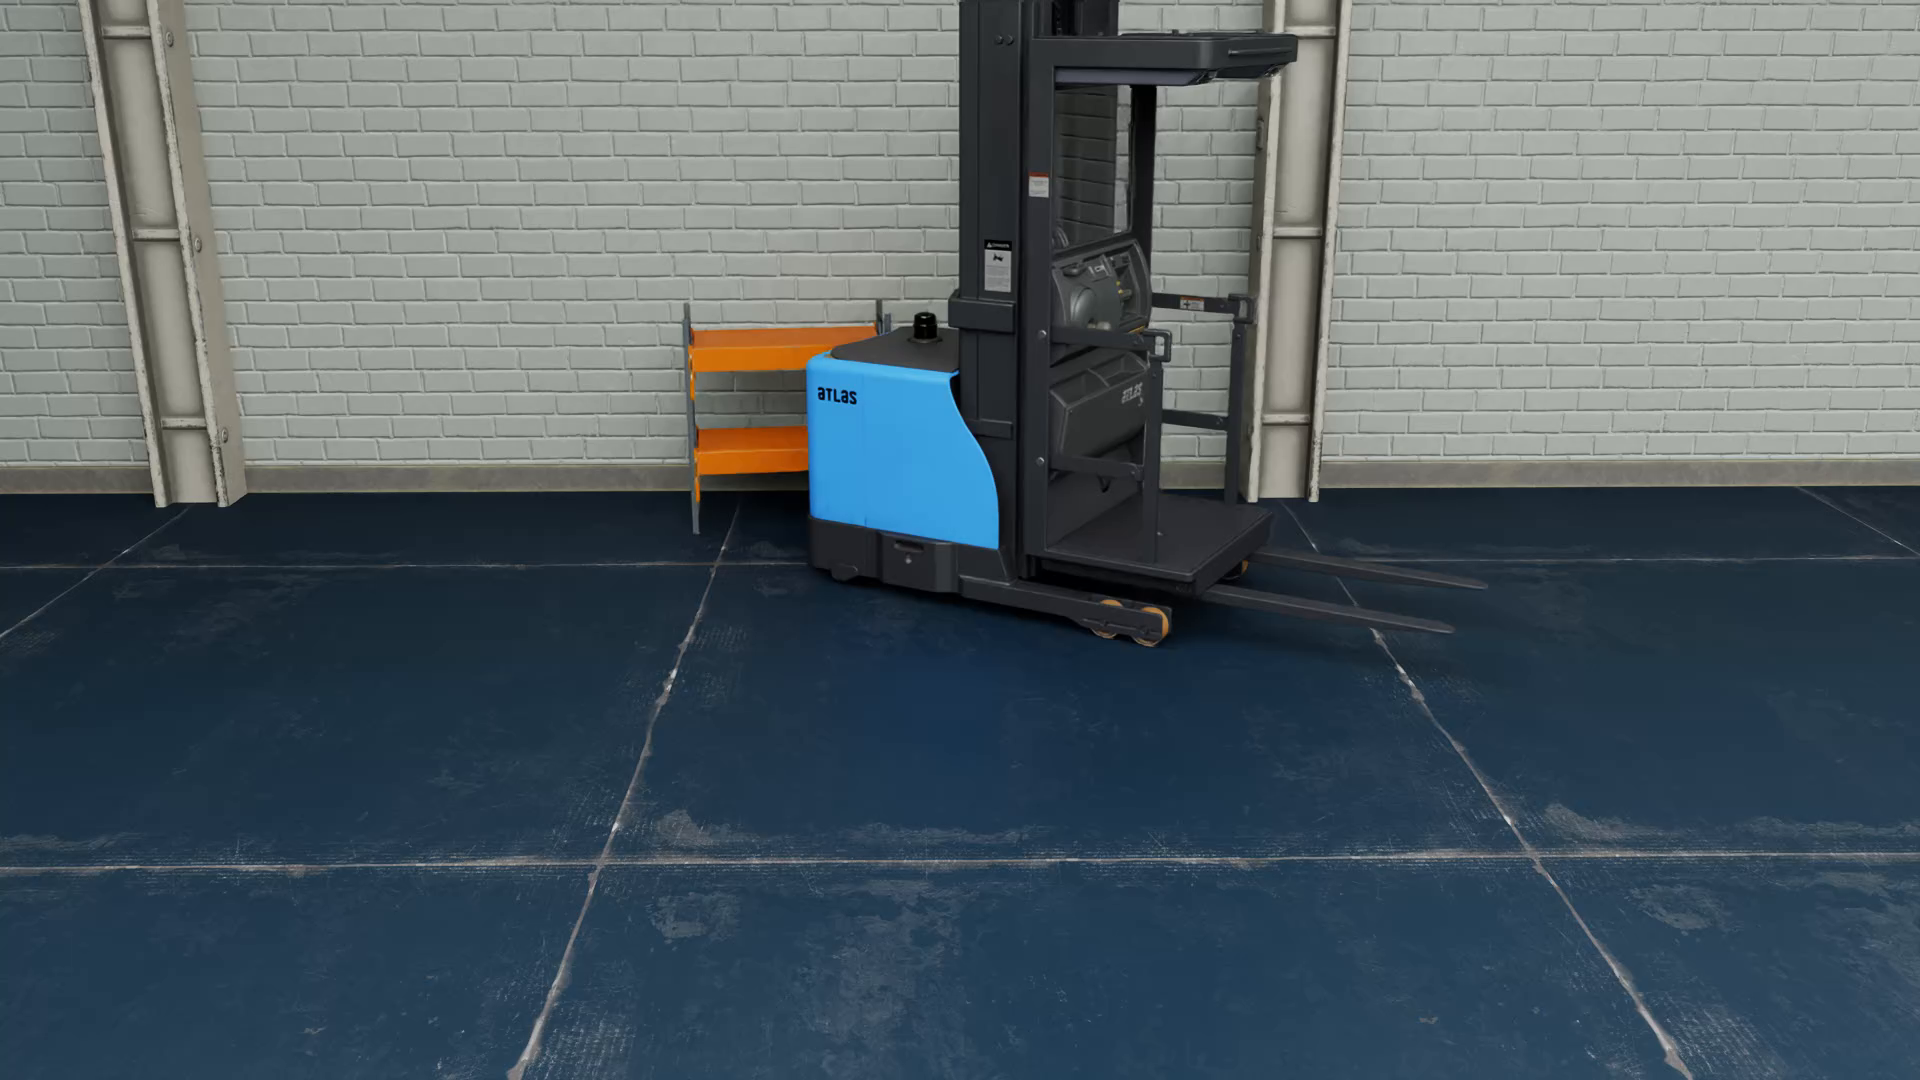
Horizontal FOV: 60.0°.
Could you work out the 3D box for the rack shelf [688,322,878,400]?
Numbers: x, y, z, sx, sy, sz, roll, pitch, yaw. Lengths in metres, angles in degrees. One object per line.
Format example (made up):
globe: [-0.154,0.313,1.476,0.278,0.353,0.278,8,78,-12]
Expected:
rack shelf: [-0.903,-0.942,8.684,1.000,0.278,0.538,-3,18,-8]

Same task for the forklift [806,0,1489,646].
forklift: [0.810,-1.126,7.259,3.031,2.935,1.130,10,20,28]

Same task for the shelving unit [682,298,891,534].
shelving unit: [-0.903,-0.663,8.773,1.048,1.125,0.538,-3,18,-8]

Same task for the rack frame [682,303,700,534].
rack frame: [-1.406,-0.641,8.704,0.032,1.125,0.500,-3,18,-8]

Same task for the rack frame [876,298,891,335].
rack frame: [-0.400,-0.685,8.843,0.032,1.125,0.500,-3,18,-8]

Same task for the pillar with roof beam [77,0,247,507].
pillar with roof beam: [-4.146,-3.198,3.786,0.400,9.000,9.100,0,18,-1]

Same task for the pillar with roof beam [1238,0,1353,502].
pillar with roof beam: [1.853,-3.227,3.876,0.400,9.000,9.100,0,18,-1]

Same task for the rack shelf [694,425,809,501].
rack shelf: [-0.903,-0.430,8.848,1.000,0.278,0.538,-3,18,-8]
